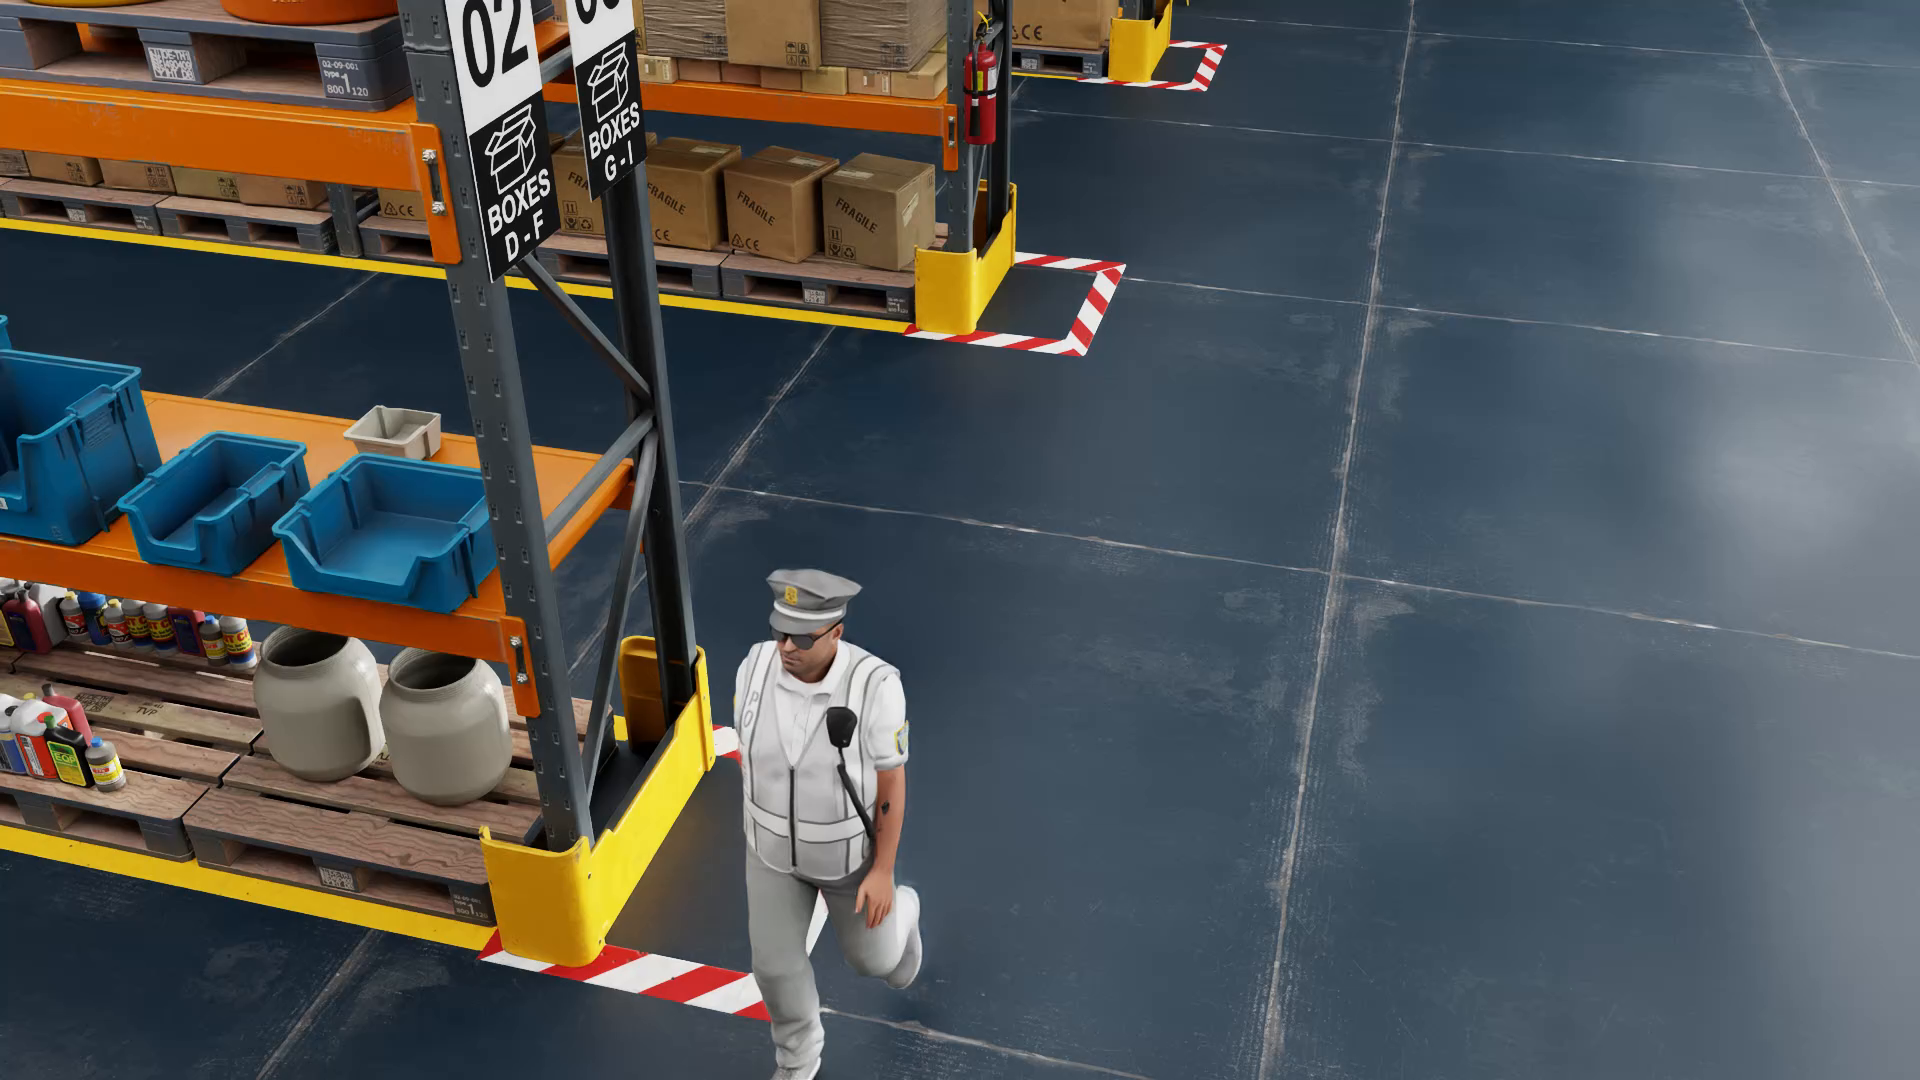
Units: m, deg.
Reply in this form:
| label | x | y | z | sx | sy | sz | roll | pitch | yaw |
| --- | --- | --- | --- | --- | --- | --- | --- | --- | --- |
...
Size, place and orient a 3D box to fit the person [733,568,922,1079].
| label | x | y | z | sx | sy | sz | roll | pitch | yaw |
| --- | --- | --- | --- | --- | --- | --- | --- | --- | --- |
| person | -0.404 | 0.835 | 4.784 | 0.532 | 1.743 | 0.821 | 8 | 33 | 12 |
